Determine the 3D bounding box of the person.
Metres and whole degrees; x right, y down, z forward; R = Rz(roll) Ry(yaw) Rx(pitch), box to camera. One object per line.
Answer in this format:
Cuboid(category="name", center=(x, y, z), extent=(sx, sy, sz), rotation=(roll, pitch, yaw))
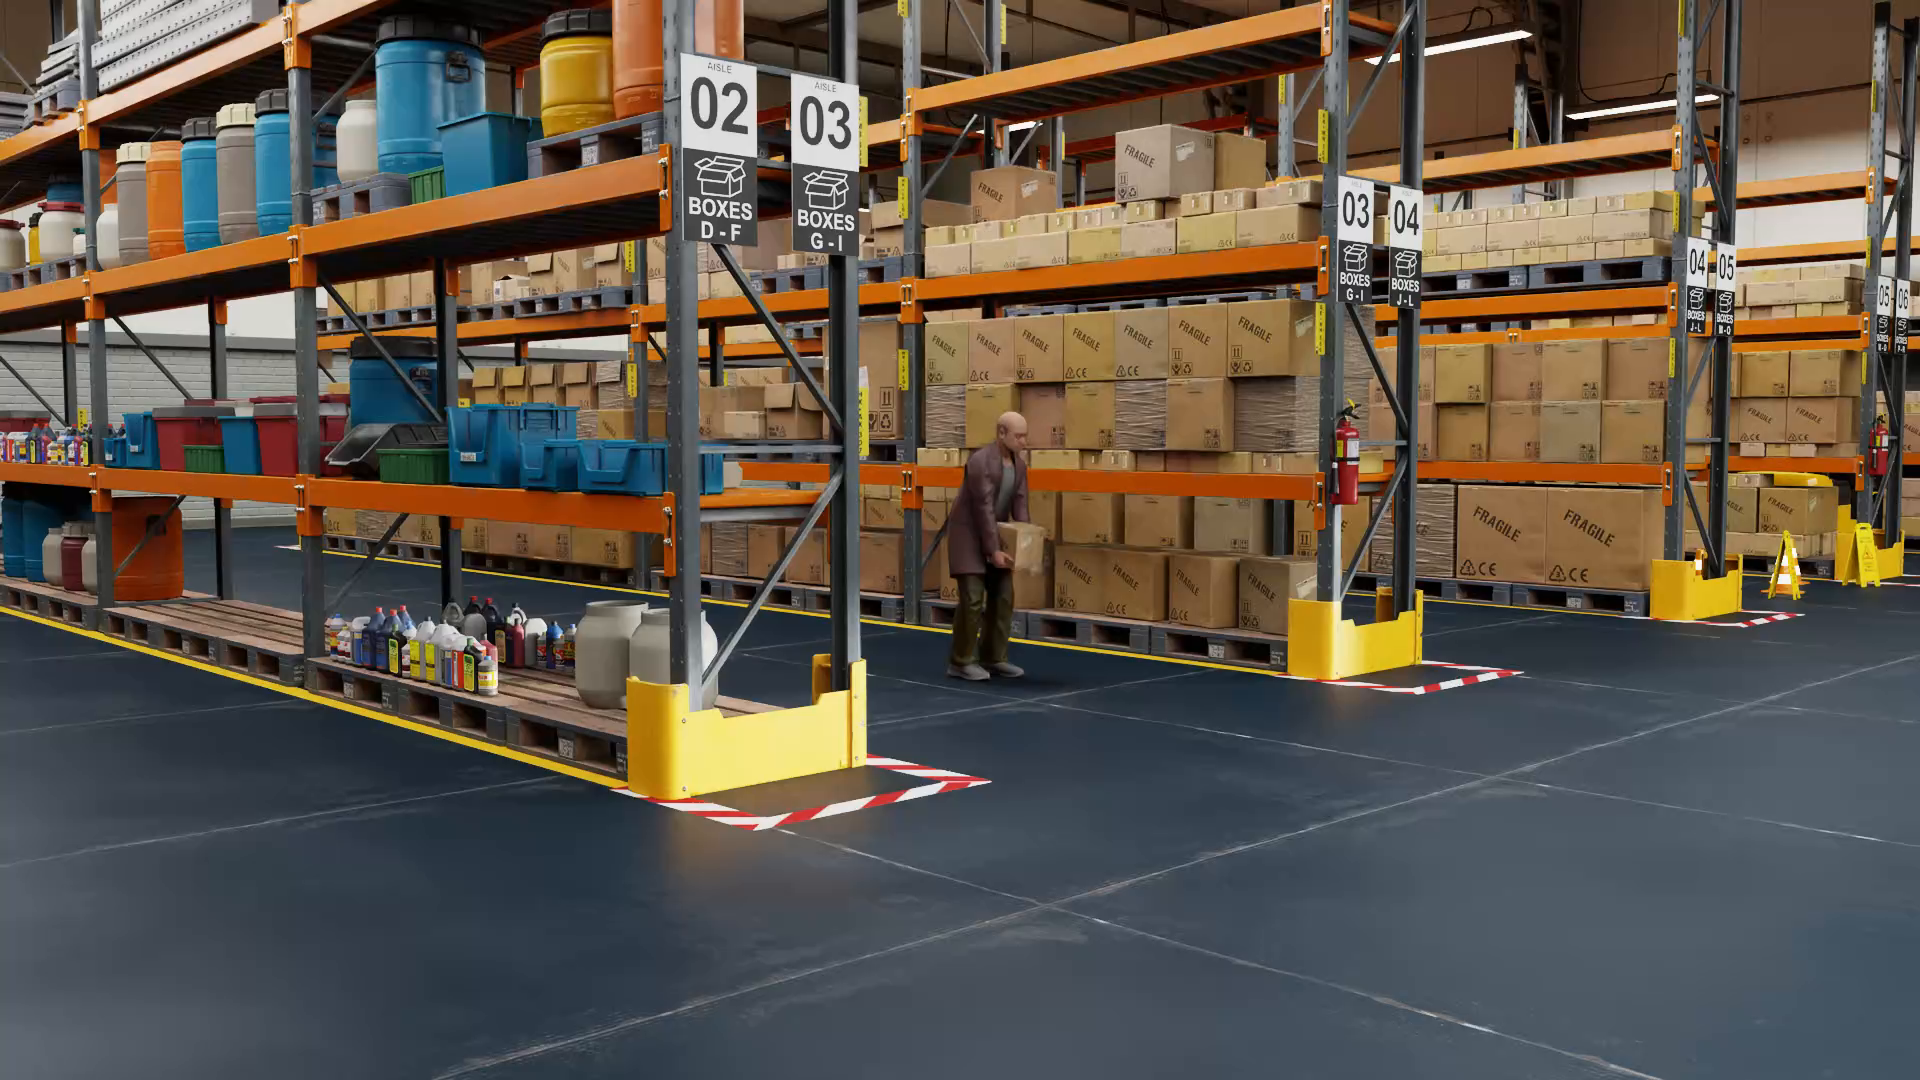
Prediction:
Cuboid(category="person", center=(0.206, 0.039, 10.663), extent=(0.530, 1.716, 0.615), rotation=(-4, 5, -45))
